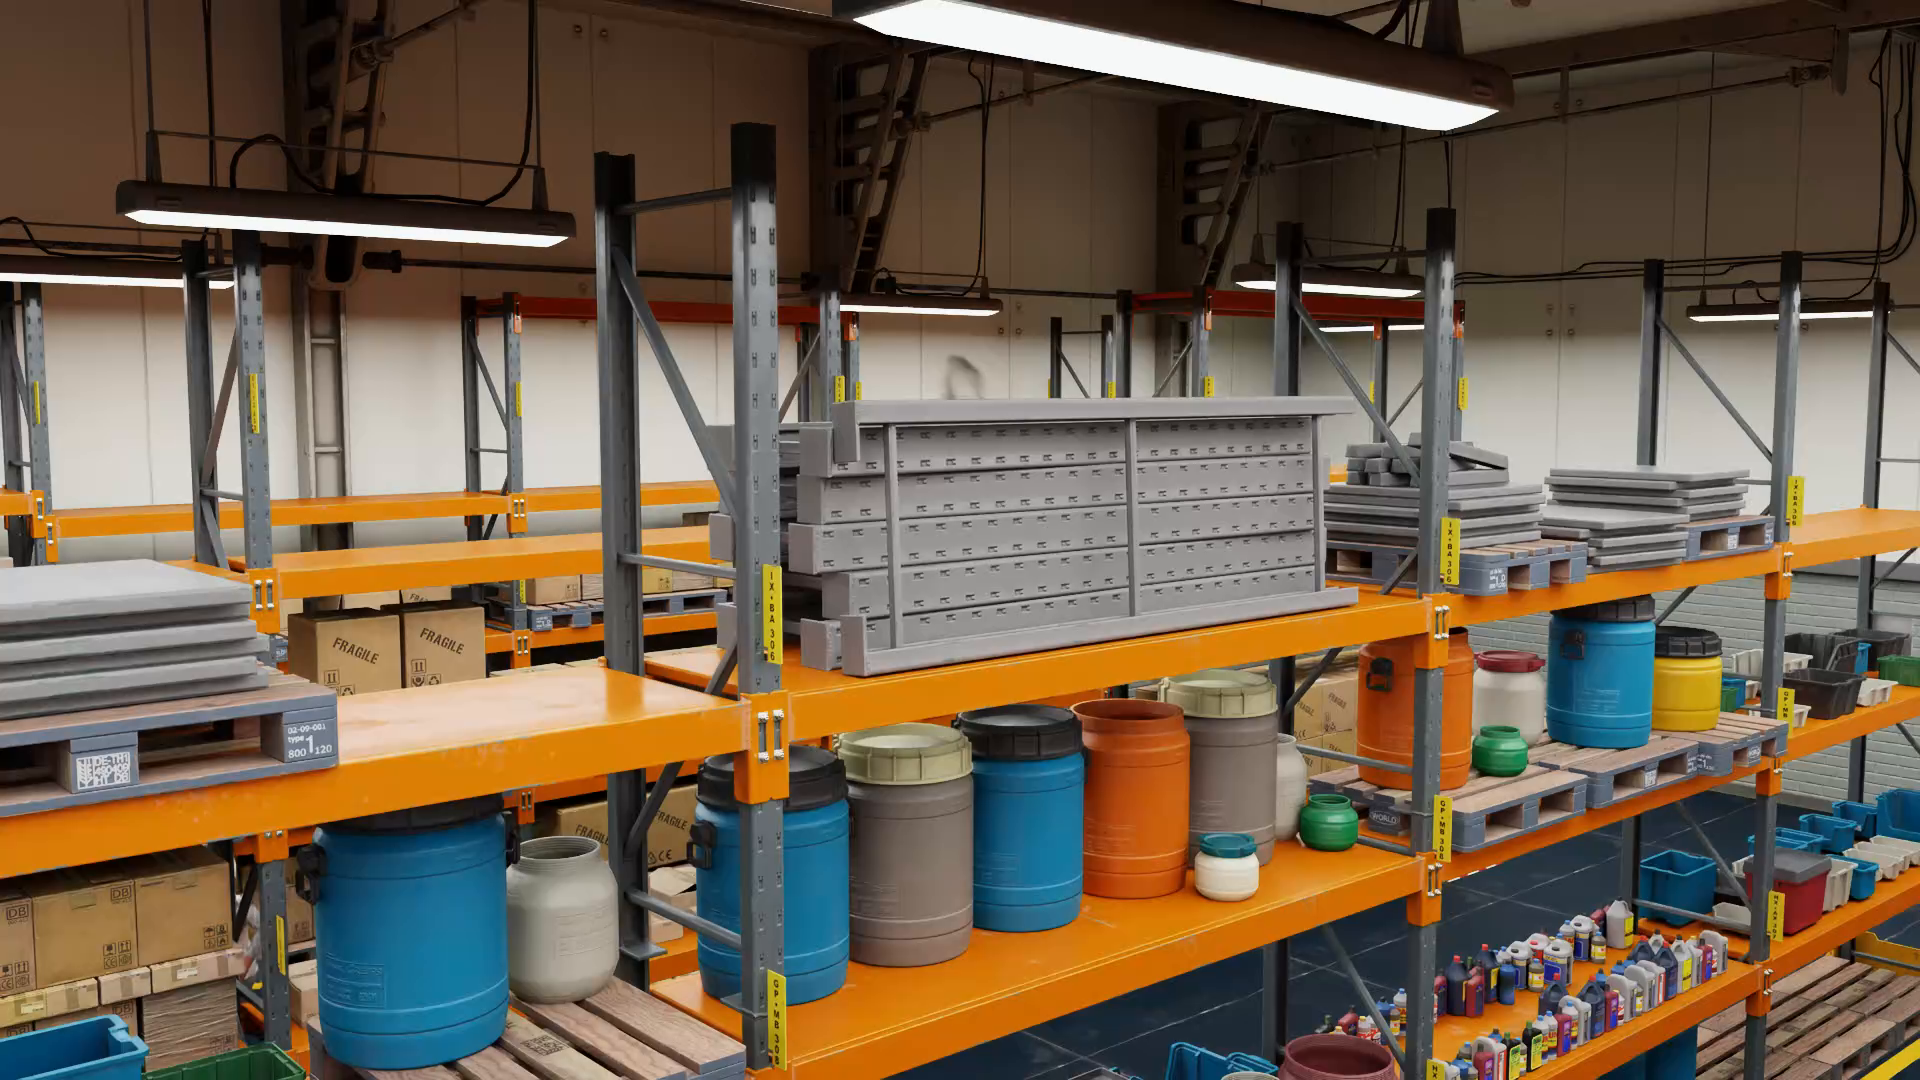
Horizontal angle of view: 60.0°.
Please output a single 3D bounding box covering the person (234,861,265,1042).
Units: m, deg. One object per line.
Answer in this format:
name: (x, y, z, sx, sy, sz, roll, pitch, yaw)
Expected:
person: (-5.230, 3.148, 12.000, 0.954, 1.806, 0.665, -5, 8, -44)
